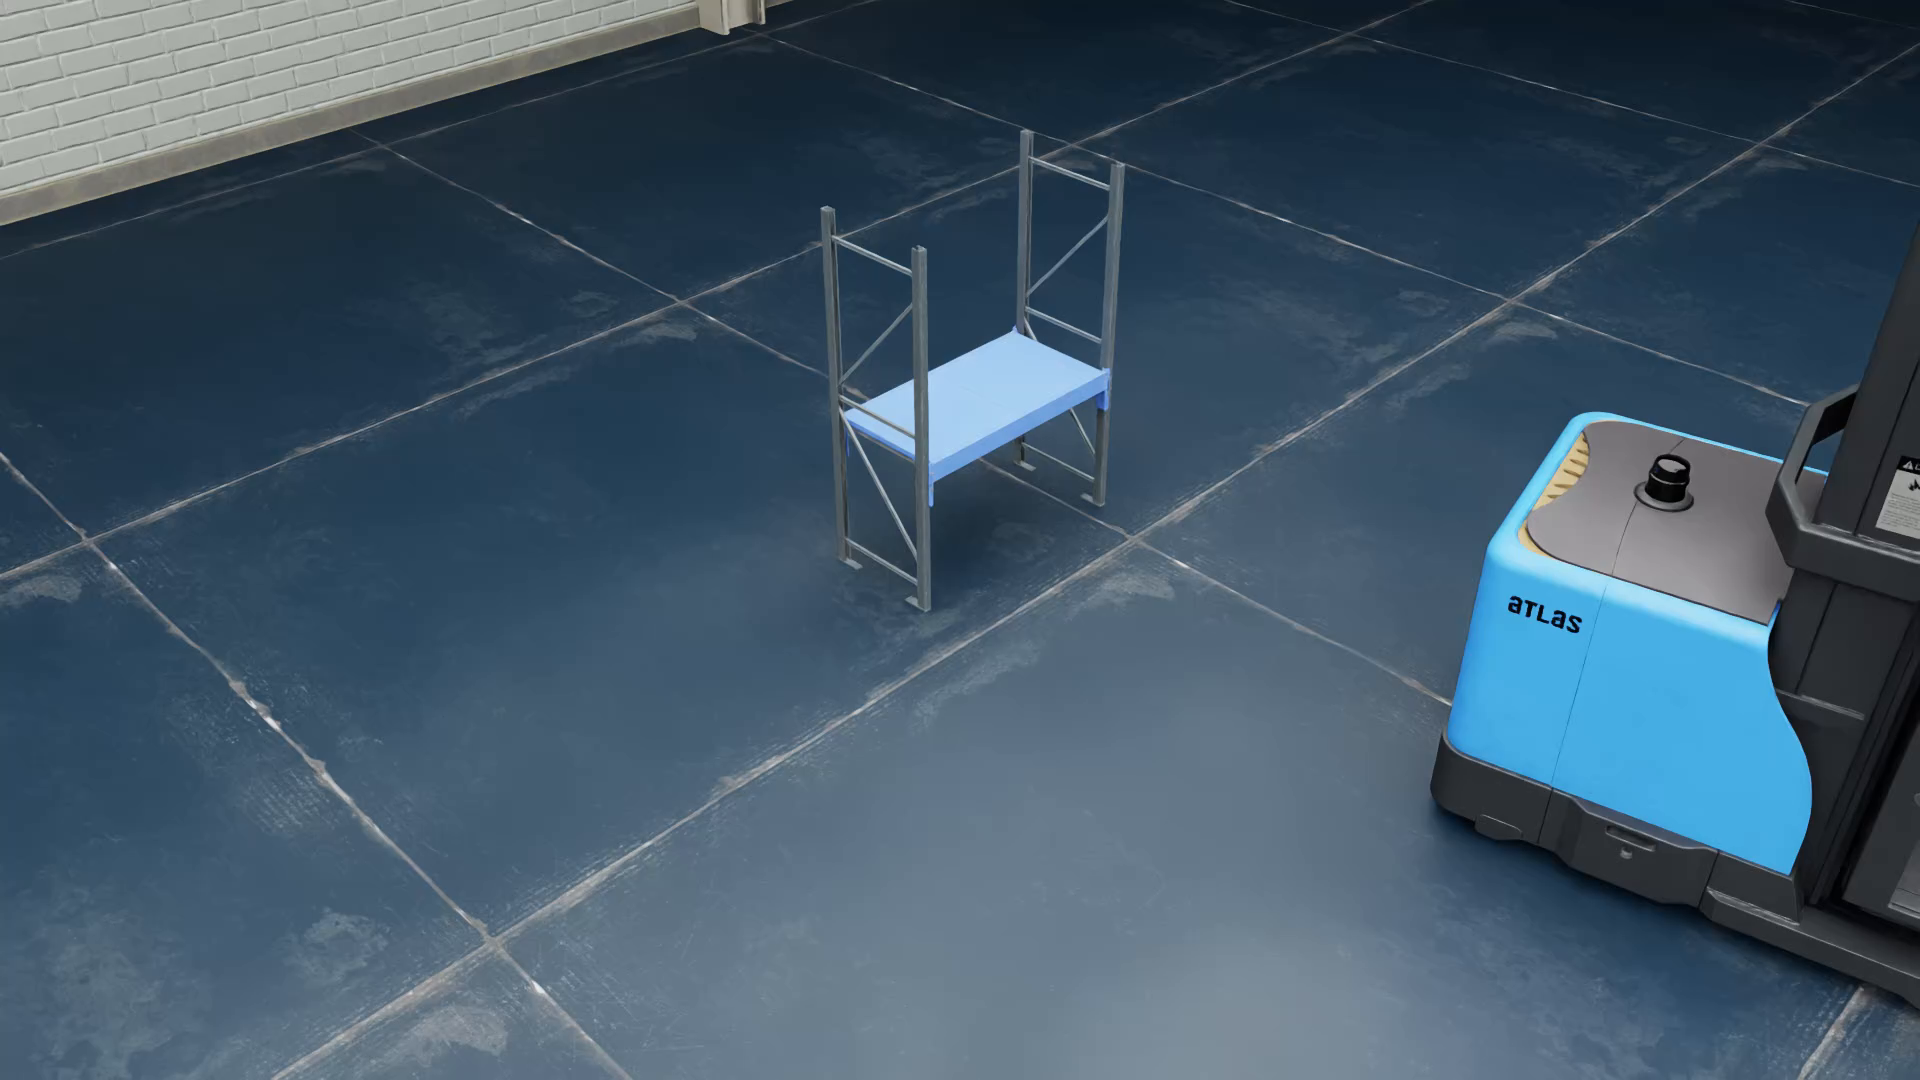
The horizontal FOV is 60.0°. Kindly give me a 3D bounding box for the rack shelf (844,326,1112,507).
[{"bbox_3d":[0.060,-0.502,6.474,0.538,0.185,1.000,30,45,35],"label":"rack shelf"}]

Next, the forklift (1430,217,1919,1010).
[{"bbox_3d":[3.057,-0.082,4.305,3.031,2.935,1.130,20,40,26],"label":"forklift"}]

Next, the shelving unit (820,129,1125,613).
[{"bbox_3d":[0.060,-0.650,6.371,0.538,1.500,1.048,30,45,35],"label":"shelving unit"}]

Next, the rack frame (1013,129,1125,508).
[{"bbox_3d":[0.418,-0.856,6.667,0.500,1.500,0.032,30,45,35],"label":"rack frame"}]

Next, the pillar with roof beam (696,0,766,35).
[{"bbox_3d":[1.389,-5.725,7.093,9.100,9.000,0.400,30,45,35],"label":"pillar with roof beam"}]

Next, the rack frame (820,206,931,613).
[{"bbox_3d":[-0.298,-0.443,6.075,0.500,1.500,0.032,30,45,35],"label":"rack frame"}]
